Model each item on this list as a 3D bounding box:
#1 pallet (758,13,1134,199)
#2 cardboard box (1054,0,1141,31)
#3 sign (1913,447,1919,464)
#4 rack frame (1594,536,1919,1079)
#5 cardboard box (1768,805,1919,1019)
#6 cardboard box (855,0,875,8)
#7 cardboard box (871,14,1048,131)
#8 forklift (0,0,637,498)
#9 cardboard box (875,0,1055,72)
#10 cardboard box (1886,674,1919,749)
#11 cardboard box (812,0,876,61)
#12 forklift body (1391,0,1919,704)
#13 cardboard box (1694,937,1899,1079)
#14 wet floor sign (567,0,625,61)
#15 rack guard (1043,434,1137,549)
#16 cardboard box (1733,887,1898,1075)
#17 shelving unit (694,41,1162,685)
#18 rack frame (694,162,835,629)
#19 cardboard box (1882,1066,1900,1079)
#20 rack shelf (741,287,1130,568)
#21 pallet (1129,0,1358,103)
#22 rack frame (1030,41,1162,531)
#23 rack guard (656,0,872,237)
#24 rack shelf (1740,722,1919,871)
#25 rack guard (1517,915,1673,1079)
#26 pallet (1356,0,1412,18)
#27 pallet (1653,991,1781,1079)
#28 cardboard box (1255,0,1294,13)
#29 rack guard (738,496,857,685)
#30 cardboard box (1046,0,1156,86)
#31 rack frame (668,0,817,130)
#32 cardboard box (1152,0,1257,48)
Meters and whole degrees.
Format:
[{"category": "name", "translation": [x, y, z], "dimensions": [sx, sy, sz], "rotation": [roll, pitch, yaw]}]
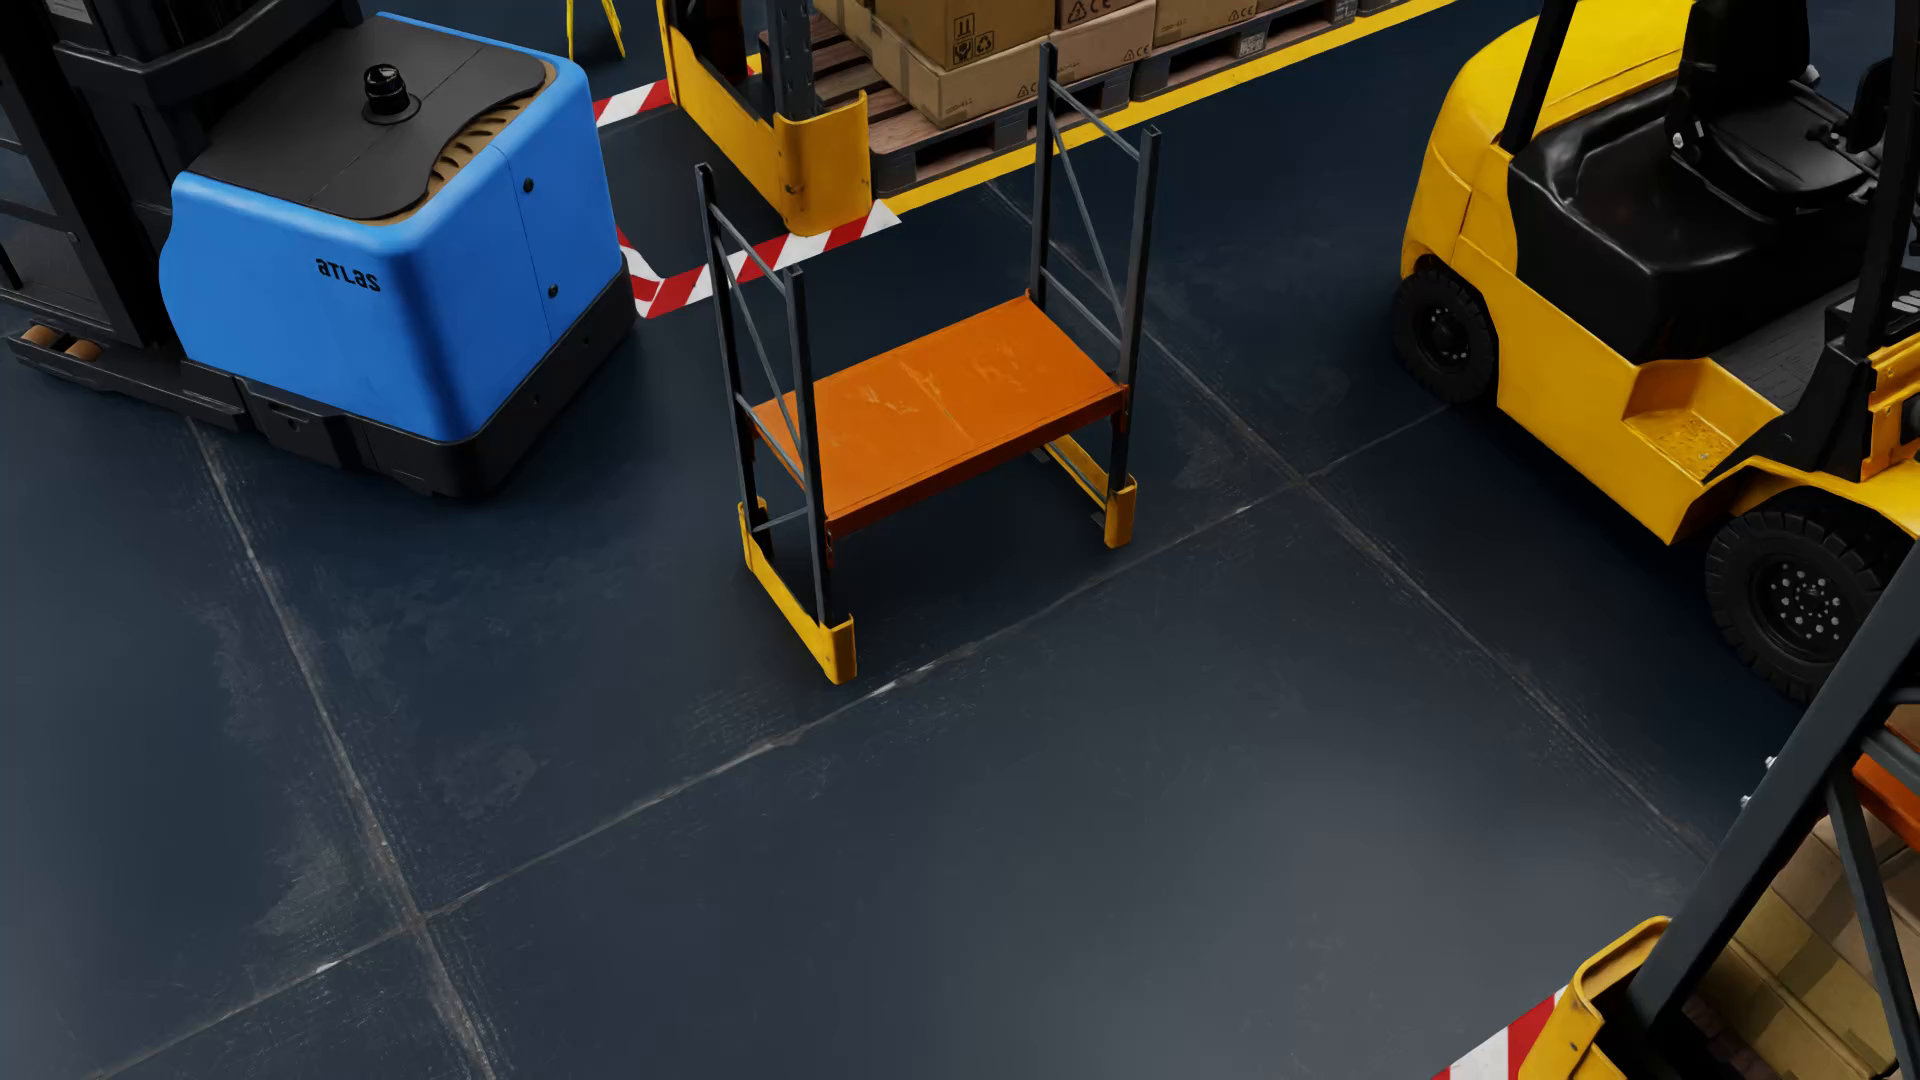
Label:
[{"category": "pallet", "translation": [-0.063, -1.932, 6.830], "dimensions": [1.213, 0.211, 1.003], "rotation": [-25, 53, -21]}, {"category": "cardboard box", "translation": [0.456, -2.370, 6.410], "dimensions": [0.500, 0.500, 0.500], "rotation": [-27, 54, -22]}, {"category": "sign", "translation": [1.541, -0.207, 2.491], "dimensions": [0.005, 0.325, 0.100], "rotation": [-25, 53, -21]}, {"category": "rack frame", "translation": [1.818, 0.605, 2.702], "dimensions": [0.127, 3.000, 1.000], "rotation": [-25, 53, -21]}, {"category": "cardboard box", "translation": [2.041, 0.667, 3.538], "dimensions": [0.500, 0.250, 0.500], "rotation": [-24, 52, -20]}, {"category": "cardboard box", "translation": [-0.295, -2.487, 6.514], "dimensions": [0.500, 0.500, 0.500], "rotation": [-25, 53, -21]}, {"category": "cardboard box", "translation": [-0.004, -1.900, 6.494], "dimensions": [0.500, 0.250, 0.500], "rotation": [-26, 53, -21]}, {"category": "forklift", "translation": [-2.702, -1.838, 4.924], "dimensions": [3.031, 2.935, 1.130], "rotation": [18, 51, 15]}, {"category": "cardboard box", "translation": [0.016, -2.159, 6.222], "dimensions": [0.500, 0.500, 0.500], "rotation": [-27, 54, -22]}, {"category": "cardboard box", "translation": [2.094, 0.210, 2.987], "dimensions": [0.500, 0.500, 0.500], "rotation": [-26, 53, -22]}, {"category": "cardboard box", "translation": [-0.273, -2.255, 6.810], "dimensions": [0.500, 0.250, 0.500], "rotation": [-25, 53, -21]}, {"category": "forklift body", "translation": [2.449, -1.020, 4.718], "dimensions": [1.214, 2.155, 2.313], "rotation": [-25, 53, -21]}, {"category": "cardboard box", "translation": [2.047, 0.994, 3.917], "dimensions": [0.500, 0.250, 0.500], "rotation": [-25, 53, -21]}, {"category": "wet floor sign", "translation": [-1.565, -2.345, 6.906], "dimensions": [0.232, 0.644, 0.267], "rotation": [-9, 49, -8]}, {"category": "rack guard", "translation": [0.357, -0.251, 5.306], "dimensions": [0.087, 0.250, 0.587], "rotation": [-25, 53, -21]}, {"category": "cardboard box", "translation": [2.063, 0.823, 3.734], "dimensions": [0.500, 0.250, 0.500], "rotation": [-26, 53, -21]}, {"category": "shelving unit", "translation": [-0.064, -0.468, 4.663], "dimensions": [1.083, 1.500, 0.587], "rotation": [-25, 53, -21]}, {"category": "rack frame", "translation": [-0.502, -0.262, 4.479], "dimensions": [0.032, 1.500, 0.500], "rotation": [-25, 53, -21]}, {"category": "cardboard box", "translation": [2.338, 1.308, 3.637], "dimensions": [0.500, 0.250, 0.500], "rotation": [-25, 53, -21]}, {"category": "rack shelf", "translation": [-0.072, -0.345, 4.794], "dimensions": [1.000, 0.185, 0.538], "rotation": [-25, 53, -21]}, {"category": "pallet", "translation": [0.968, -2.415, 7.260], "dimensions": [1.213, 0.211, 1.003], "rotation": [-25, 53, -21]}, {"category": "rack frame", "translation": [0.358, -0.667, 4.840], "dimensions": [0.032, 1.500, 0.500], "rotation": [-25, 53, -21]}, {"category": "rack guard", "translation": [-0.769, -1.727, 6.453], "dimensions": [0.348, 0.500, 1.175], "rotation": [-25, 53, -21]}, {"category": "rack shelf", "translation": [3.510, 0.048, 3.681], "dimensions": [4.000, 0.370, 1.077], "rotation": [-25, 53, -21]}, {"category": "rack guard", "translation": [1.798, 1.446, 3.627], "dimensions": [0.348, 0.500, 1.175], "rotation": [-25, 53, -21]}, {"category": "pallet", "translation": [2.001, -2.905, 7.695], "dimensions": [1.213, 0.211, 1.003], "rotation": [-25, 53, -21]}, {"category": "pallet", "translation": [2.443, 1.202, 4.038], "dimensions": [1.213, 0.211, 1.003], "rotation": [-25, 53, -21]}, {"category": "cardboard box", "translation": [1.316, -2.524, 7.049], "dimensions": [0.500, 0.250, 0.500], "rotation": [-24, 53, -20]}, {"category": "rack guard", "translation": [-0.486, 0.146, 4.953], "dimensions": [0.087, 0.250, 0.587], "rotation": [-25, 53, -21]}, {"category": "cardboard box", "translation": [0.432, -2.099, 6.670], "dimensions": [0.500, 0.250, 0.500], "rotation": [-23, 52, -20]}, {"category": "rack frame", "translation": [-0.833, -2.528, 5.493], "dimensions": [0.127, 3.000, 1.000], "rotation": [-25, 53, -21]}, {"category": "cardboard box", "translation": [0.887, -2.324, 6.871], "dimensions": [0.500, 0.250, 0.500], "rotation": [-22, 52, -18]}]
